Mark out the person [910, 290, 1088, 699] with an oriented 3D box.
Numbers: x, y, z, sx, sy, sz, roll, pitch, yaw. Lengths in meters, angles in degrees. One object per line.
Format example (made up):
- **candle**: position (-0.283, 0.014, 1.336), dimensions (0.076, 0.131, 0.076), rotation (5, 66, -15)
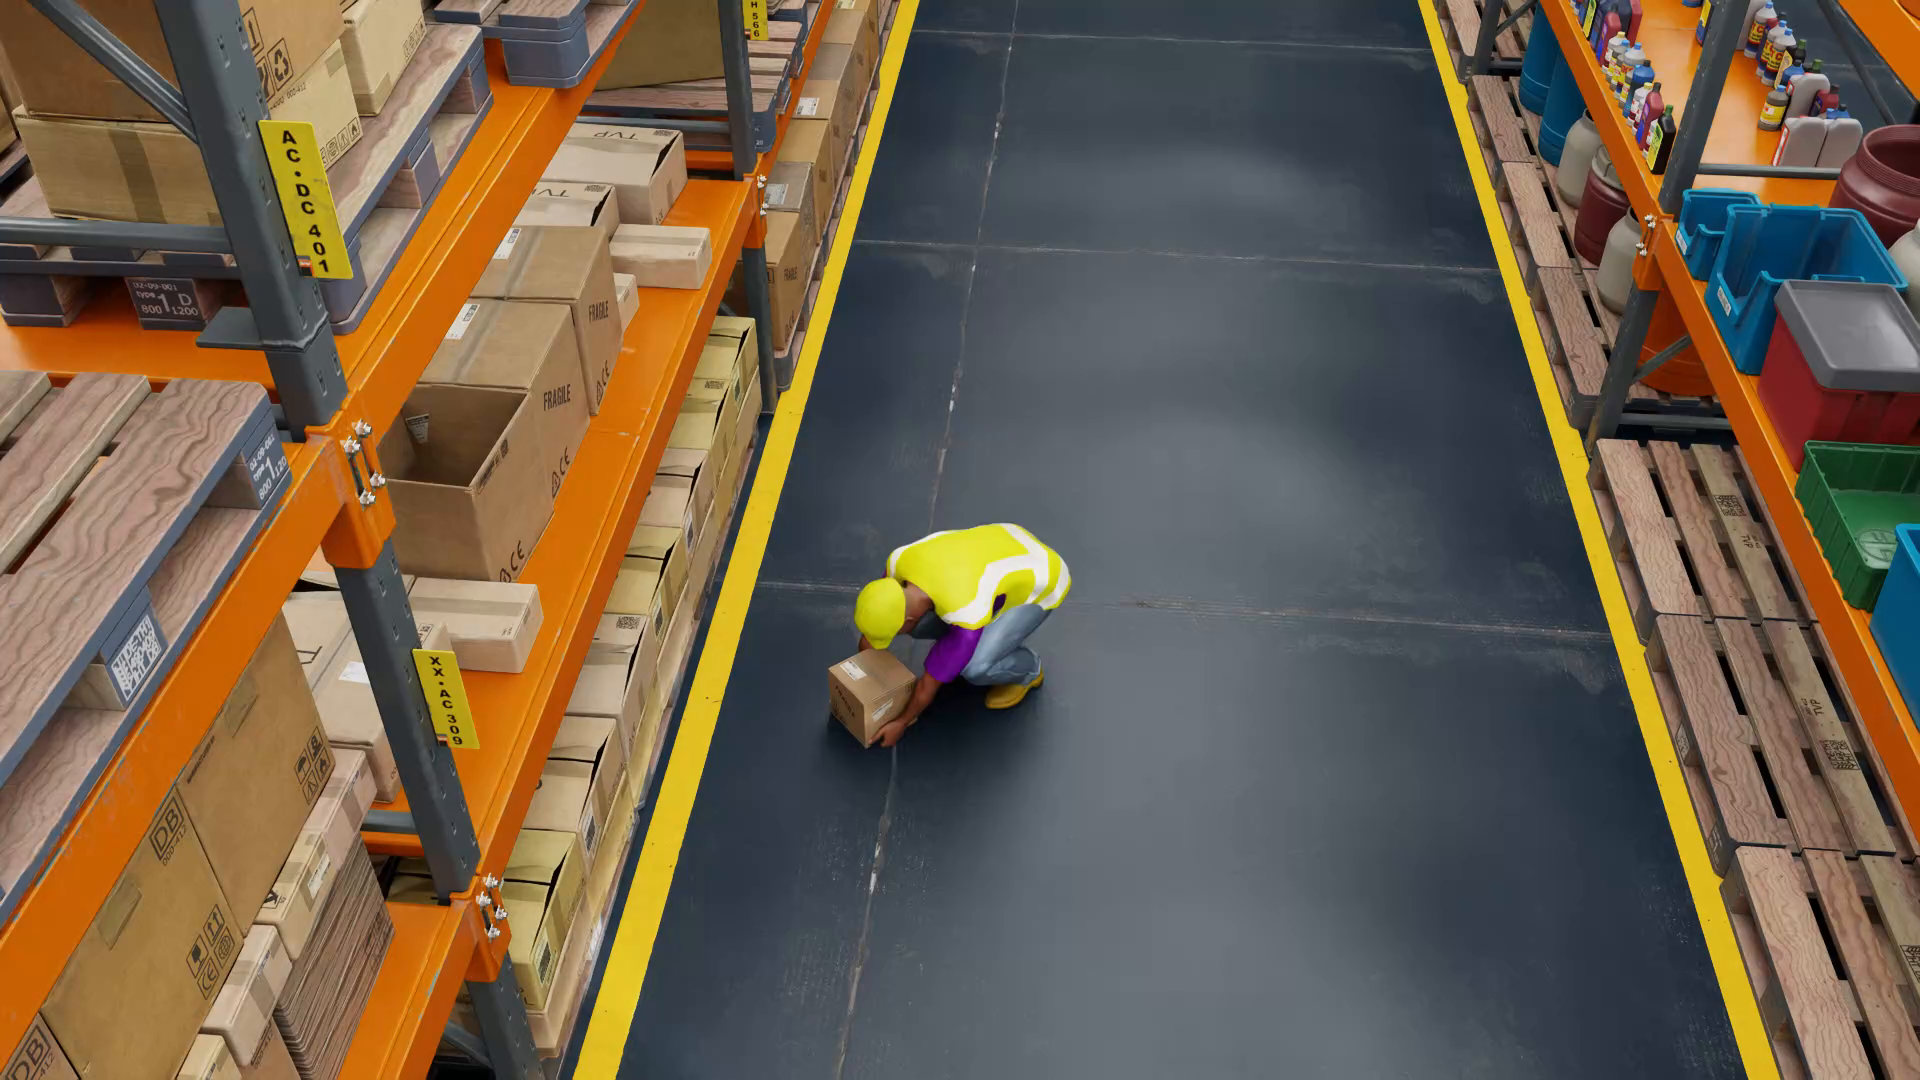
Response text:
- **person**: position (0.142, -0.138, 6.297), dimensions (0.533, 1.770, 0.565), rotation (-26, 46, -28)
